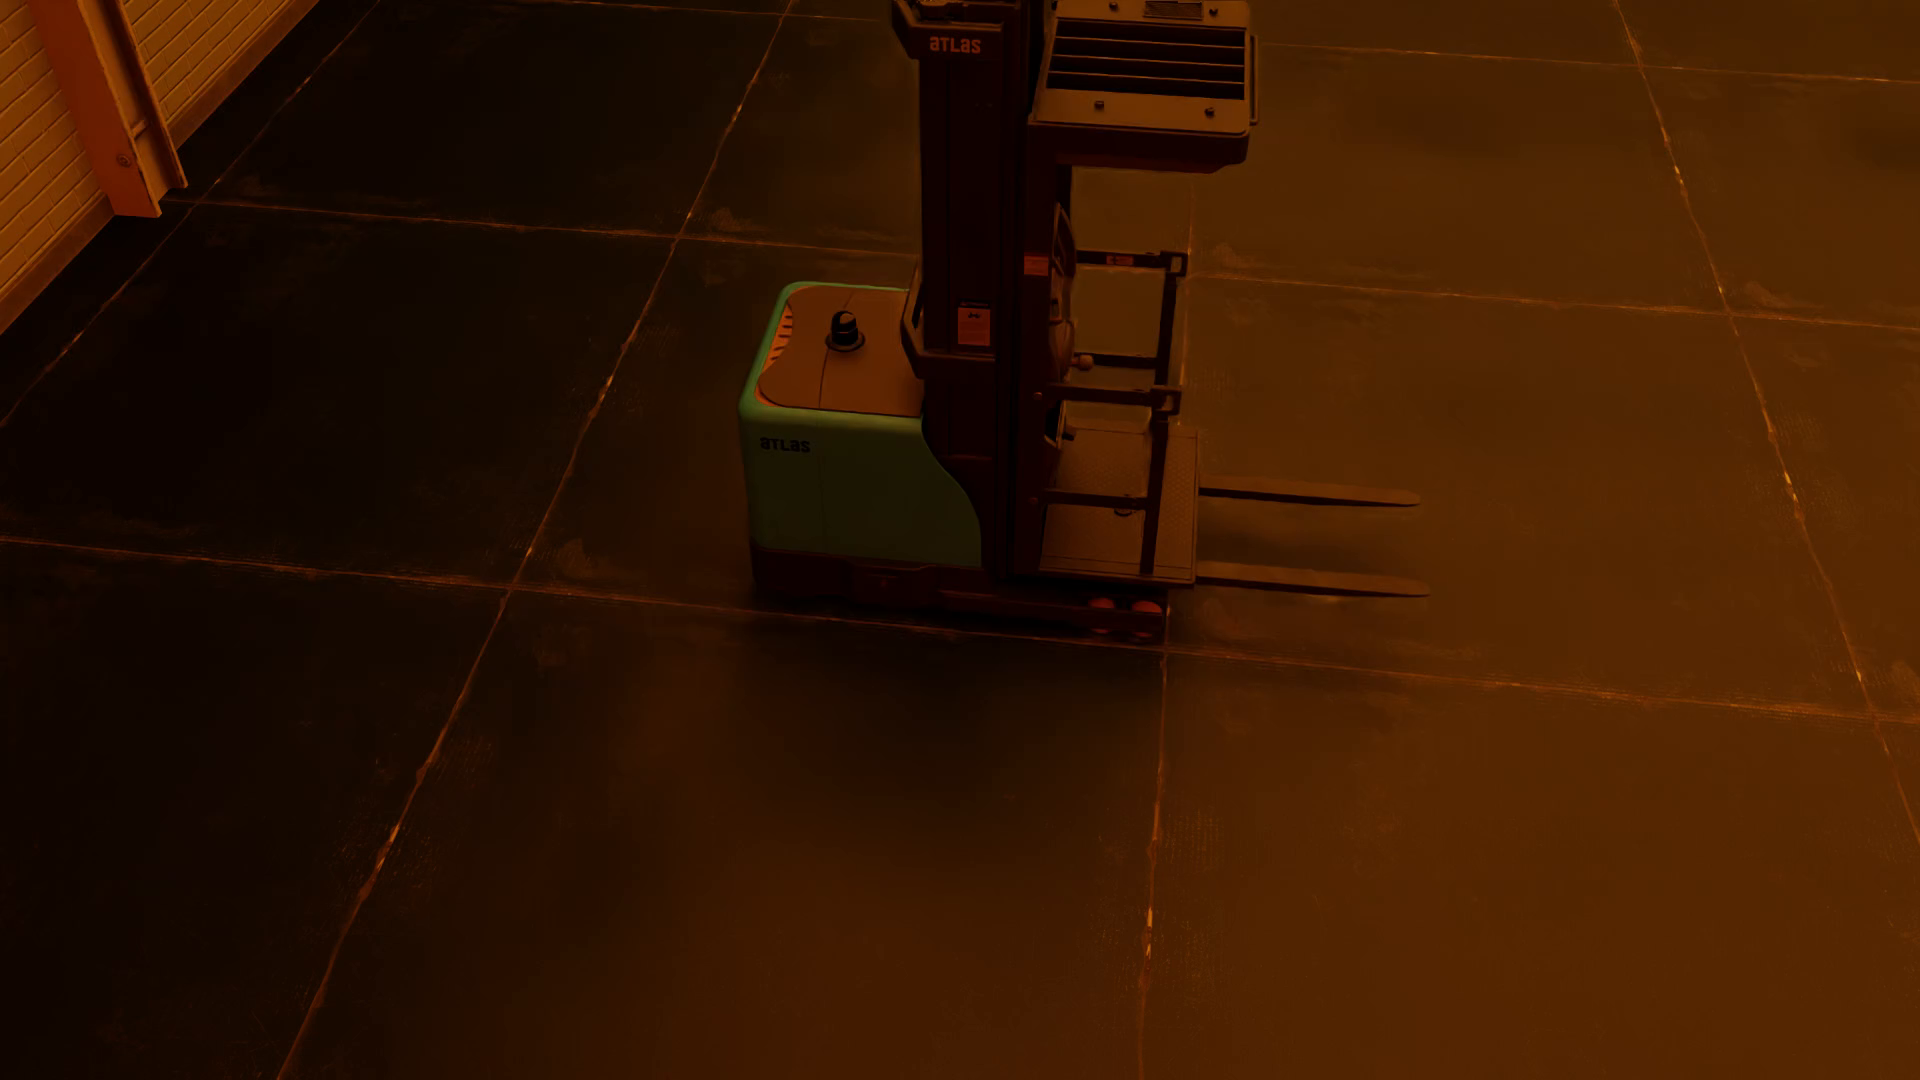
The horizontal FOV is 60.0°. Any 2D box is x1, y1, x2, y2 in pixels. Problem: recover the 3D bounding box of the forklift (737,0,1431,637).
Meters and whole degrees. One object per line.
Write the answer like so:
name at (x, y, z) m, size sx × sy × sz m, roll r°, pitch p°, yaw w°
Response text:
forklift at (0.608, -1.031, 6.847) m, size 3.031 × 2.935 × 1.130 m, roll 5°, pitch 43°, yaw 5°
